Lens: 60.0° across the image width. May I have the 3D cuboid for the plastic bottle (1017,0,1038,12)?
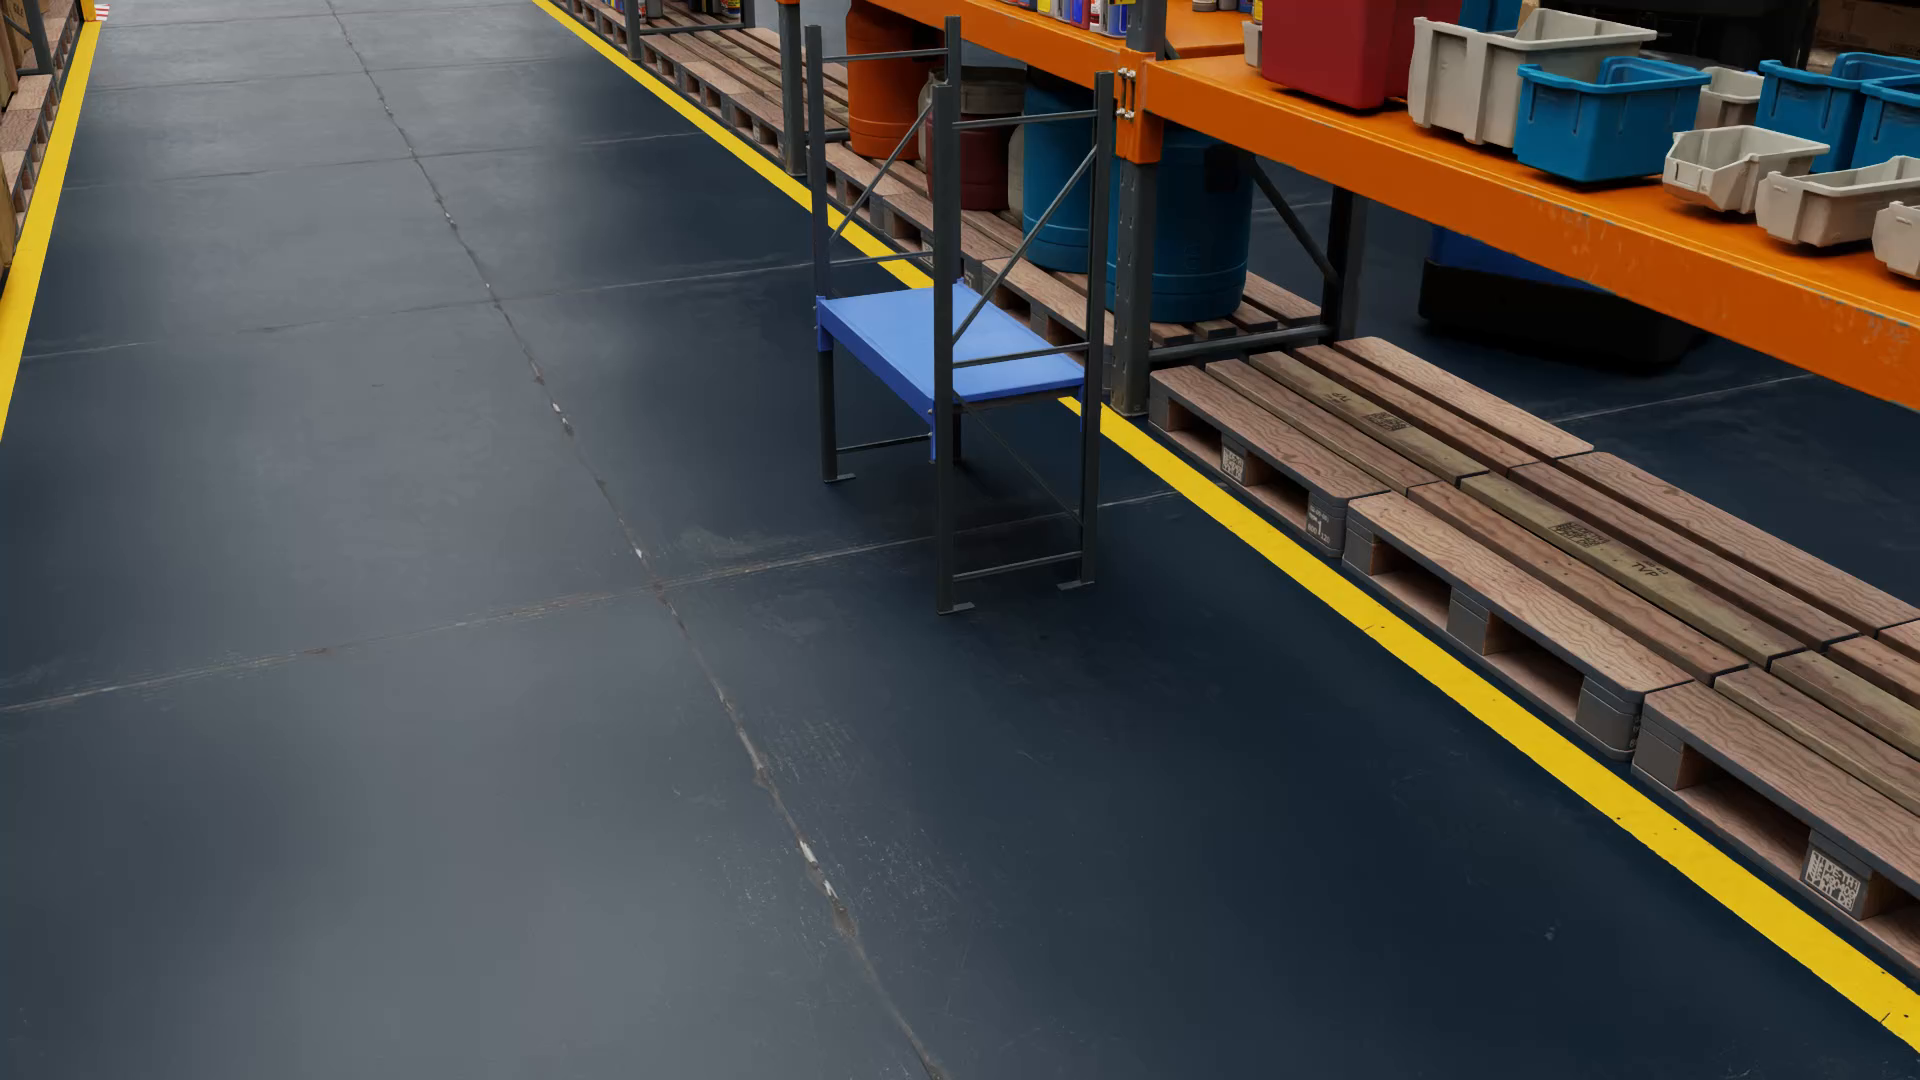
[{"bbox_3d":[0.314,-2.271,6.538,0.144,0.351,0.185,-11,28,-21],"label":"plastic bottle"}]

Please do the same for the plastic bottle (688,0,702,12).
[{"bbox_3d":[-2.152,-4.513,13.592,0.144,0.351,0.185,-11,28,-21],"label":"plastic bottle"}]

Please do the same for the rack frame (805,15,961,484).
[{"bbox_3d":[-0.232,-0.914,5.412,0.500,1.500,0.032,-11,28,-21],"label":"rack frame"}]

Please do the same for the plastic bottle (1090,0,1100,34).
[{"bbox_3d":[0.525,-1.960,6.072,0.097,0.201,0.097,0,26,0],"label":"plastic bottle"}]

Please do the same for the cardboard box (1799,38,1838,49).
[{"bbox_3d":[4.567,-2.586,9.475,0.500,0.500,0.500,-12,28,-22],"label":"cardboard box"}]

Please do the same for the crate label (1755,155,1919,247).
[{"bbox_3d":[1.896,-0.723,3.544,0.396,0.136,0.243,-11,28,-21],"label":"crate label"}]

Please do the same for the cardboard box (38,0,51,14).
[{"bbox_3d":[-7.715,-4.472,13.361,0.500,0.500,0.500,-3,26,-7],"label":"cardboard box"}]

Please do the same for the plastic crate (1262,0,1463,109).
[{"bbox_3d":[1.166,-1.556,4.876,0.402,0.464,0.583,-11,28,-21],"label":"plastic crate"}]

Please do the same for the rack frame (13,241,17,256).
[{"bbox_3d":[-5.076,-2.667,7.294,1.000,3.000,0.127,-11,28,-21],"label":"rack frame"}]

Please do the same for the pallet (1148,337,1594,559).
[{"bbox_3d":[1.371,-0.360,5.747,1.003,0.211,1.213,-11,28,-21],"label":"pallet"}]

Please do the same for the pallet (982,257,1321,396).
[{"bbox_3d":[0.784,-0.969,6.994,1.003,0.211,1.213,-11,28,-21],"label":"pallet"}]

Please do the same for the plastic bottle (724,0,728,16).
[{"bbox_3d":[-1.847,-4.318,13.364,0.097,0.201,0.097,0,26,0],"label":"plastic bottle"}]

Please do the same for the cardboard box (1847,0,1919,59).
[{"bbox_3d":[5.250,-2.805,9.070,0.500,0.250,0.500,-11,28,-20],"label":"cardboard box"}]

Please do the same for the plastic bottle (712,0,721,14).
[{"bbox_3d":[-1.959,-4.437,13.521,0.152,0.276,0.135,-10,28,-19],"label":"plastic bottle"}]

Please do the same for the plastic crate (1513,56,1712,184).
[{"bbox_3d":[1.574,-1.025,4.054,0.416,0.233,0.300,-11,28,-21],"label":"plastic crate"}]

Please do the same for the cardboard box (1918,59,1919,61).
[{"bbox_3d":[5.422,-2.278,8.845,0.500,0.500,0.500,-10,28,-20],"label":"cardboard box"}]

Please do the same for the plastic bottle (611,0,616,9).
[{"bbox_3d":[-2.804,-4.559,13.686,0.144,0.351,0.185,-11,28,-21],"label":"plastic bottle"}]

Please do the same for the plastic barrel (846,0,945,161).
[{"bbox_3d":[-0.312,-2.537,9.023,0.600,0.830,0.708,-11,28,-21],"label":"plastic barrel"}]

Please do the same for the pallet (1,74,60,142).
[{"bbox_3d":[-6.337,-2.715,10.570,1.003,0.211,1.213,-11,28,-21],"label":"pallet"}]

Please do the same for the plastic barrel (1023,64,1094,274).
[{"bbox_3d":[0.573,-1.658,7.139,0.600,0.901,0.708,-11,28,-21],"label":"plastic barrel"}]

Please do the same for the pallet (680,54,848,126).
[{"bbox_3d":[-1.261,-3.076,11.310,1.003,0.211,1.213,-11,28,-21],"label":"pallet"}]

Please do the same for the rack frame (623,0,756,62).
[{"bbox_3d":[-2.085,-5.133,12.345,1.000,3.000,0.127,-11,28,-21],"label":"rack frame"}]

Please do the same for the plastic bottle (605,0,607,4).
[{"bbox_3d":[-2.936,-4.601,13.943,0.097,0.201,0.097,0,26,0],"label":"plastic bottle"}]

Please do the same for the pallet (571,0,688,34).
[{"bbox_3d":[-2.792,-4.652,14.537,1.003,0.211,1.213,-11,28,-21],"label":"pallet"}]

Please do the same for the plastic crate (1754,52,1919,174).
[{"bbox_3d":[2.187,-1.049,4.103,0.416,0.233,0.300,-11,28,-21],"label":"plastic crate"}]

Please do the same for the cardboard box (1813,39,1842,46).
[{"bbox_3d":[5.036,-2.685,9.679,0.500,0.500,0.500,-12,28,-23],"label":"cardboard box"}]

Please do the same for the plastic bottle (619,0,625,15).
[{"bbox_3d":[-2.678,-4.428,13.419,0.144,0.351,0.185,-12,29,-23],"label":"plastic bottle"}]

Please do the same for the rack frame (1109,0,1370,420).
[{"bbox_3d":[1.047,-1.904,5.730,1.000,3.000,0.127,-11,28,-21],"label":"rack frame"}]

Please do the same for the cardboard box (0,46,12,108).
[{"bbox_3d":[-6.253,-2.909,10.137,0.700,0.500,0.500,-11,28,-21],"label":"cardboard box"}]

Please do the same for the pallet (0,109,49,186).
[{"bbox_3d":[-5.855,-2.222,9.560,1.003,0.211,1.213,-11,28,-21],"label":"pallet"}]

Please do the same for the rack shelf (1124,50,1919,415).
[{"bbox_3d":[1.831,-0.773,4.234,1.077,0.370,4.000,-11,28,-21],"label":"rack shelf"}]

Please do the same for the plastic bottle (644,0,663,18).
[{"bbox_3d":[-2.470,-4.376,13.311,0.144,0.351,0.185,-11,28,-21],"label":"plastic bottle"}]

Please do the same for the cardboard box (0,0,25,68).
[{"bbox_3d":[-6.763,-3.516,11.403,0.500,0.500,0.500,-11,28,-22],"label":"cardboard box"}]

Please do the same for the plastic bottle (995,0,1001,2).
[{"bbox_3d":[0.202,-2.357,6.800,0.152,0.276,0.135,-11,28,-21],"label":"plastic bottle"}]

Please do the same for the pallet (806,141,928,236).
[{"bbox_3d":[-0.172,-1.954,9.012,1.003,0.211,1.213,-11,28,-21],"label":"pallet"}]

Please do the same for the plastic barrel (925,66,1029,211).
[{"bbox_3d":[0.131,-1.973,8.142,0.600,0.588,0.708,-11,28,-21],"label":"plastic barrel"}]

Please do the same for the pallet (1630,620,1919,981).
[{"bbox_3d":[2.327,0.625,3.730,1.003,0.211,1.213,-11,28,-21],"label":"pallet"}]

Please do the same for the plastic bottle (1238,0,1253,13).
[{"bbox_3d":[1.144,-2.204,6.491,0.097,0.271,0.097,0,26,0],"label":"plastic bottle"}]

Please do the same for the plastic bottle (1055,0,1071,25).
[{"bbox_3d":[0.453,-2.099,6.271,0.152,0.276,0.135,-11,28,-21],"label":"plastic bottle"}]

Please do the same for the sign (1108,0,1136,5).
[{"bbox_3d":[0.541,-1.934,5.477,0.100,0.325,0.005,-11,28,-21],"label":"sign"}]

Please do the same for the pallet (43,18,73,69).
[{"bbox_3d":[-7.420,-3.787,12.767,1.003,0.211,1.213,-11,28,-21],"label":"pallet"}]

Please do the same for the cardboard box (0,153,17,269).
[{"bbox_3d":[-4.825,-1.619,7.090,1.225,0.875,0.875,-12,28,-23],"label":"cardboard box"}]

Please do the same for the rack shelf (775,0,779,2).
[{"bbox_3d":[-1.302,-4.002,10.849,1.077,0.370,4.000,-11,28,-21],"label":"rack shelf"}]

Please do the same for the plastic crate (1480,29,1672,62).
[{"bbox_3d":[1.733,-1.401,4.946,0.437,0.125,0.590,-11,28,-21],"label":"plastic crate"}]

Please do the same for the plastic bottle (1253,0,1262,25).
[{"bbox_3d":[1.192,-2.095,6.179,0.144,0.351,0.185,-11,28,-21],"label":"plastic bottle"}]

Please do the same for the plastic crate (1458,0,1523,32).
[{"bbox_3d":[1.544,-1.793,5.454,0.392,0.384,0.575,-11,28,-21],"label":"plastic crate"}]

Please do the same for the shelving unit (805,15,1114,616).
[{"bbox_3d":[-0.033,-0.708,4.991,0.538,1.500,1.048,-11,28,-21],"label":"shelving unit"}]

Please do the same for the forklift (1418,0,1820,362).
[{"bbox_3d":[3.197,-2.606,7.247,1.130,2.935,3.031,17,31,31],"label":"forklift"}]
